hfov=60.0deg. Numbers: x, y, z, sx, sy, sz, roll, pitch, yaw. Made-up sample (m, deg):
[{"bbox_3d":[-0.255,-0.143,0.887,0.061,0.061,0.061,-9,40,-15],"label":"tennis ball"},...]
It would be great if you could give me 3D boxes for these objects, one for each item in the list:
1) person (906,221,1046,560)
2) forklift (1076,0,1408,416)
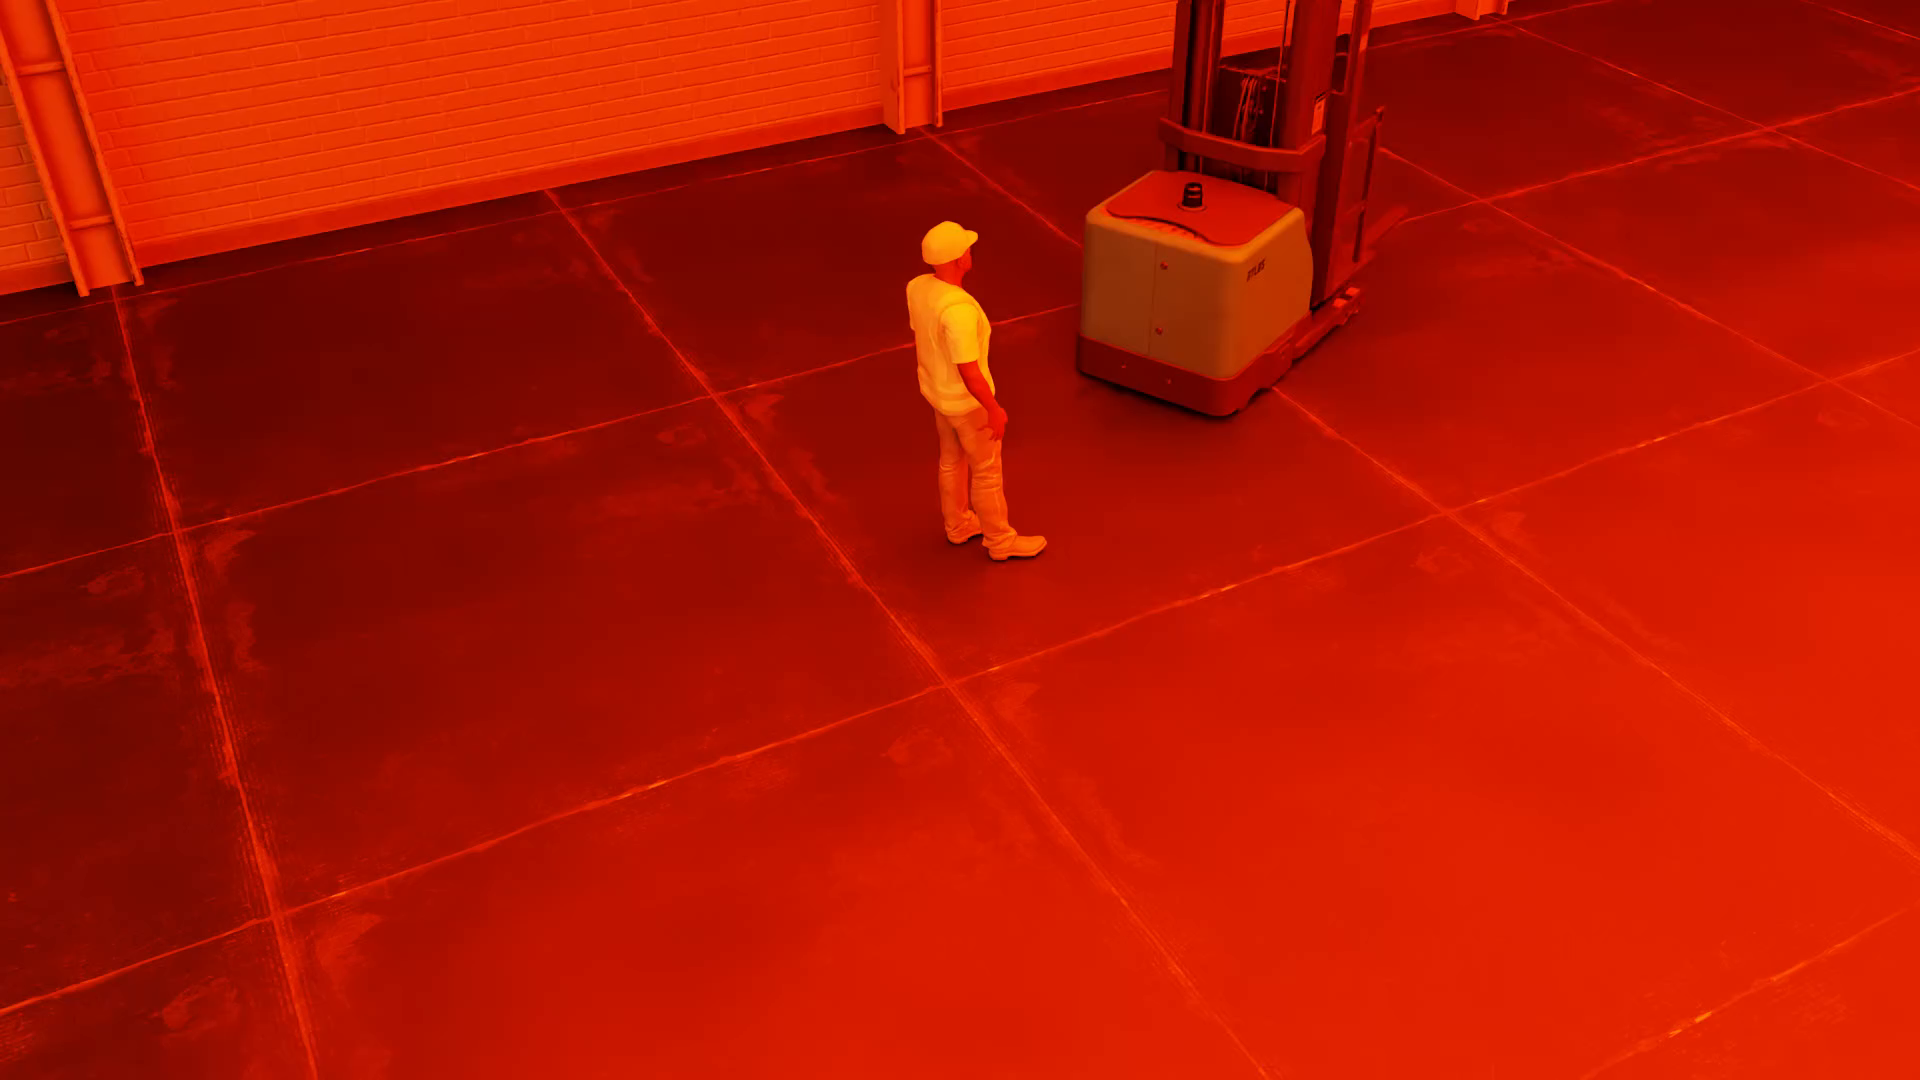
[{"bbox_3d":[0.065,-0.743,8.171,0.575,1.768,0.665,-17,39,-23],"label":"person"},{"bbox_3d":[1.960,-2.712,9.960,1.130,2.935,3.031,22,41,28],"label":"forklift"}]
